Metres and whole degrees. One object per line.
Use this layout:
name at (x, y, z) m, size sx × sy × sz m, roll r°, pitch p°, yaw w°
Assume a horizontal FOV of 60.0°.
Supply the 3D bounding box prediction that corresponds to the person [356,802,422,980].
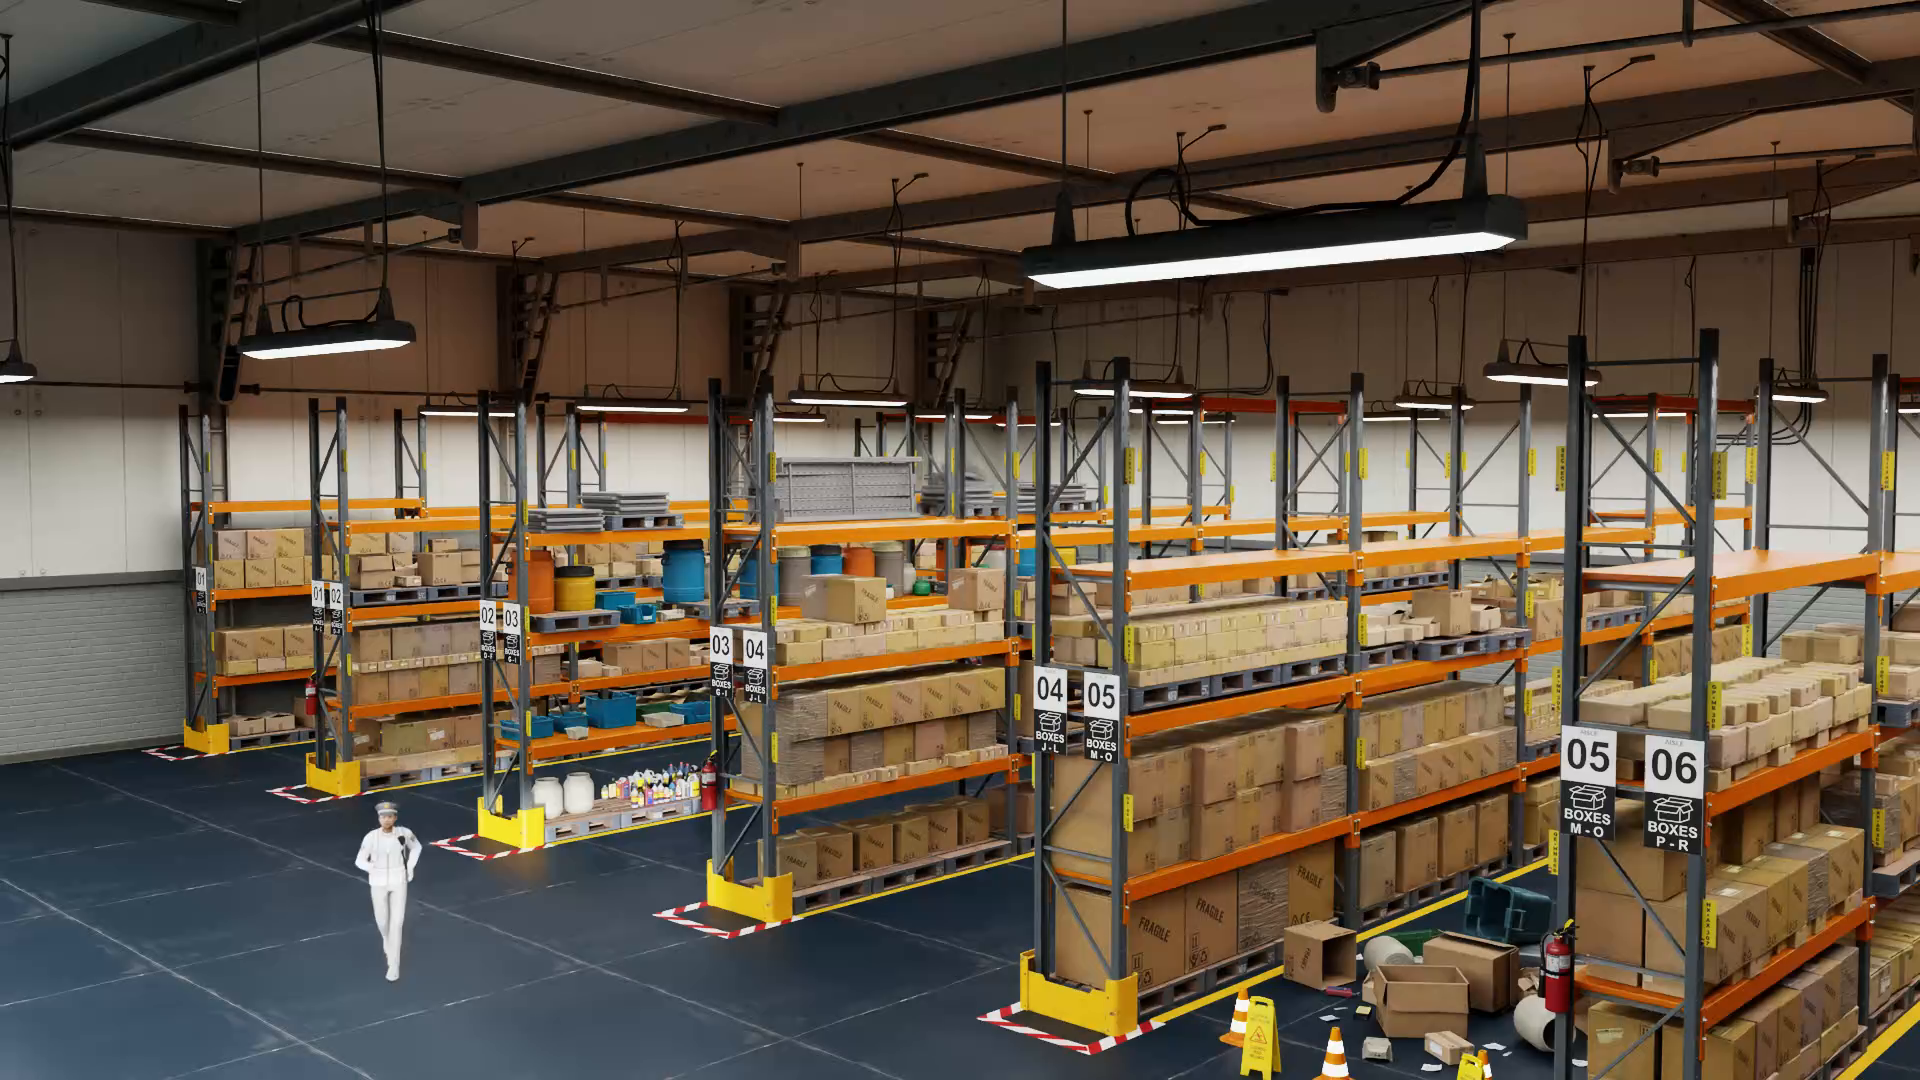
person at (-5.677, 3.426, 16.539) m, size 0.618 × 1.683 × 0.925 m, roll -1°, pitch 3°, yaw -16°
